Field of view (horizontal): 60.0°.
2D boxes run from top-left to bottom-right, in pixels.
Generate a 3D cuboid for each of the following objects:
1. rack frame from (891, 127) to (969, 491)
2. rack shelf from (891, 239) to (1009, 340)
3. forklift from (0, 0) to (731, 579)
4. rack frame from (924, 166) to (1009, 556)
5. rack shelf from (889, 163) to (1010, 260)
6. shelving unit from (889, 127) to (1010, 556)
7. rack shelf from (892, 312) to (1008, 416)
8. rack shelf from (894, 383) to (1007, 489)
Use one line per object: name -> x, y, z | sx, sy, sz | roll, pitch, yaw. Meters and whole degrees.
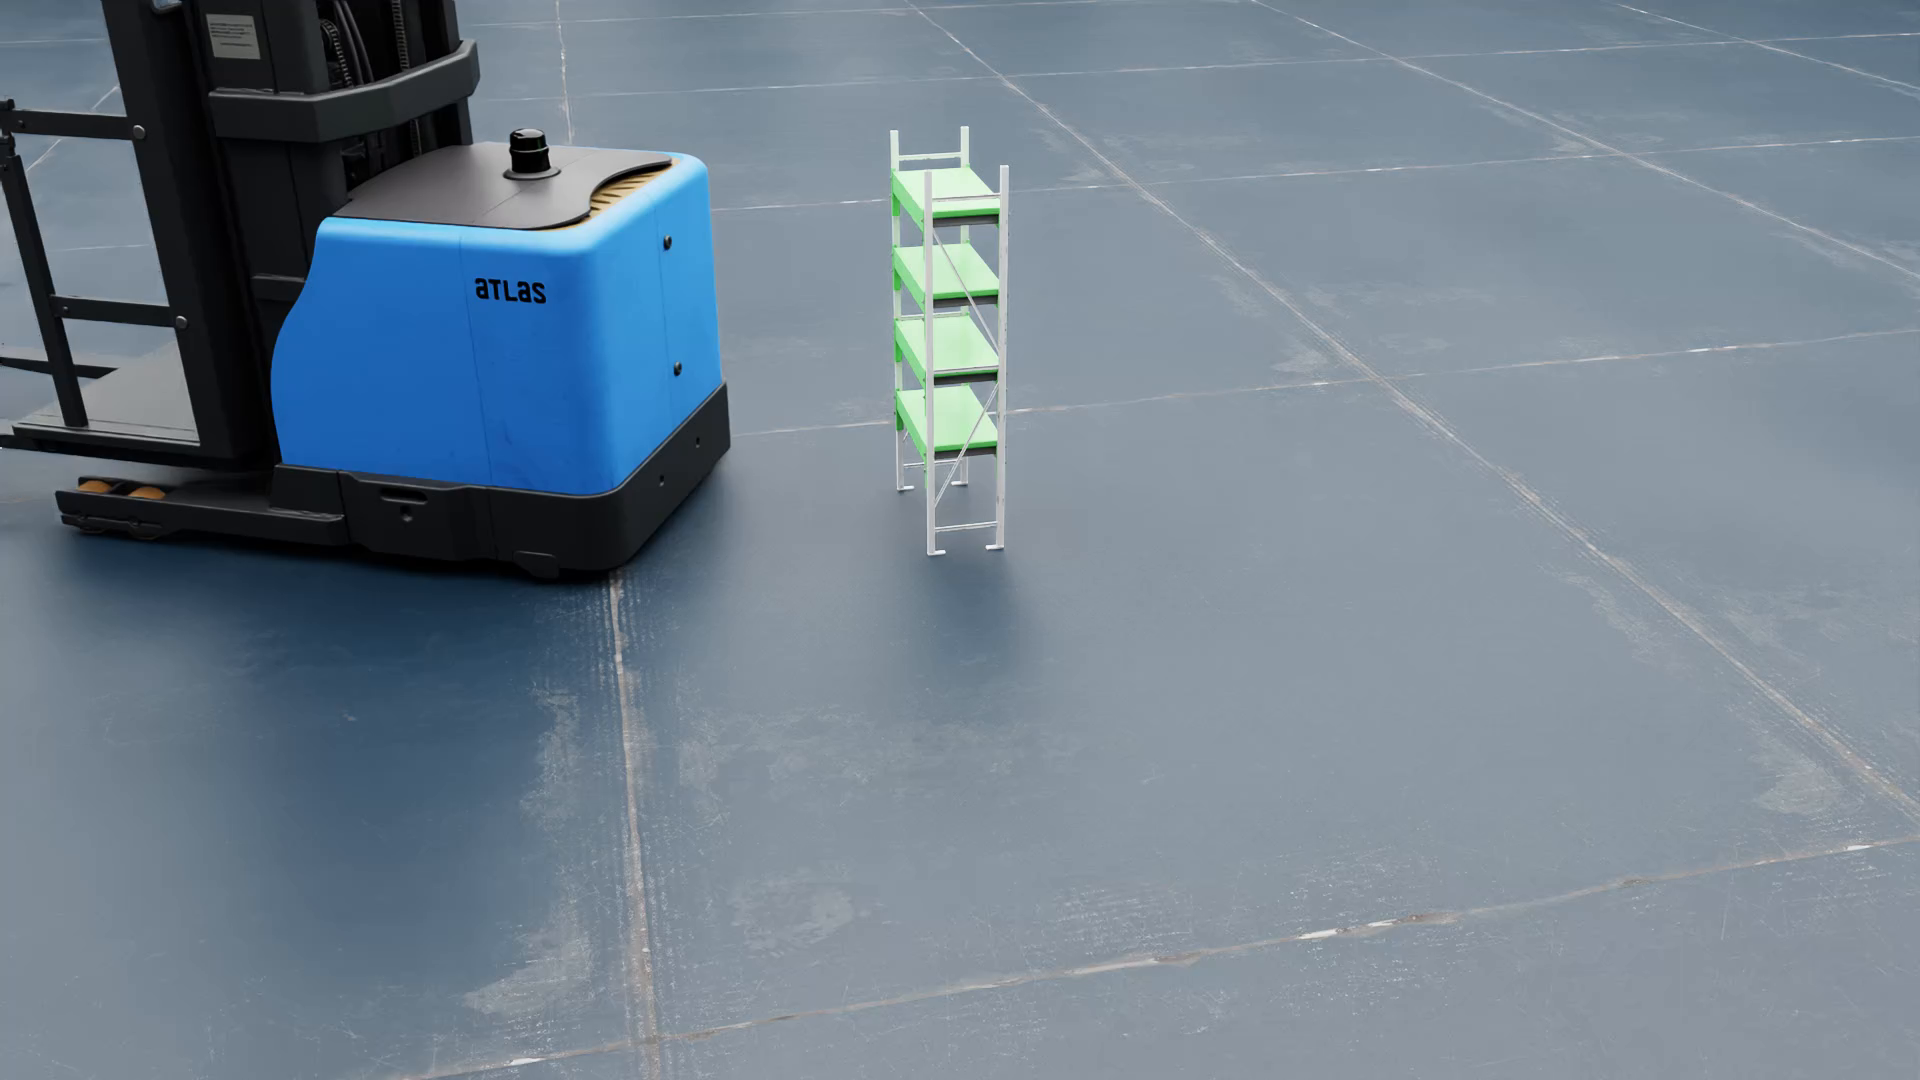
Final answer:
rack frame -> -0.092, -0.715, 5.336 | 0.240, 1.200, 0.015 | -6, 27, -12
rack shelf -> -0.037, -0.766, 5.044 | 0.258, 0.148, 0.480 | -6, 27, -12
forklift -> -2.363, -1.531, 5.030 | 3.031, 2.935, 1.130 | 6, 27, 12
rack frame -> 0.018, -0.501, 4.911 | 0.240, 1.200, 0.015 | -6, 27, -12
rack shelf -> -0.037, -0.980, 4.936 | 0.258, 0.148, 0.480 | -6, 27, -12
shelving unit -> -0.037, -0.608, 5.124 | 0.258, 1.200, 0.503 | -6, 27, -12
rack shelf -> -0.037, -0.551, 5.152 | 0.258, 0.148, 0.480 | -6, 27, -12
rack shelf -> -0.037, -0.337, 5.261 | 0.258, 0.148, 0.480 | -6, 27, -12
